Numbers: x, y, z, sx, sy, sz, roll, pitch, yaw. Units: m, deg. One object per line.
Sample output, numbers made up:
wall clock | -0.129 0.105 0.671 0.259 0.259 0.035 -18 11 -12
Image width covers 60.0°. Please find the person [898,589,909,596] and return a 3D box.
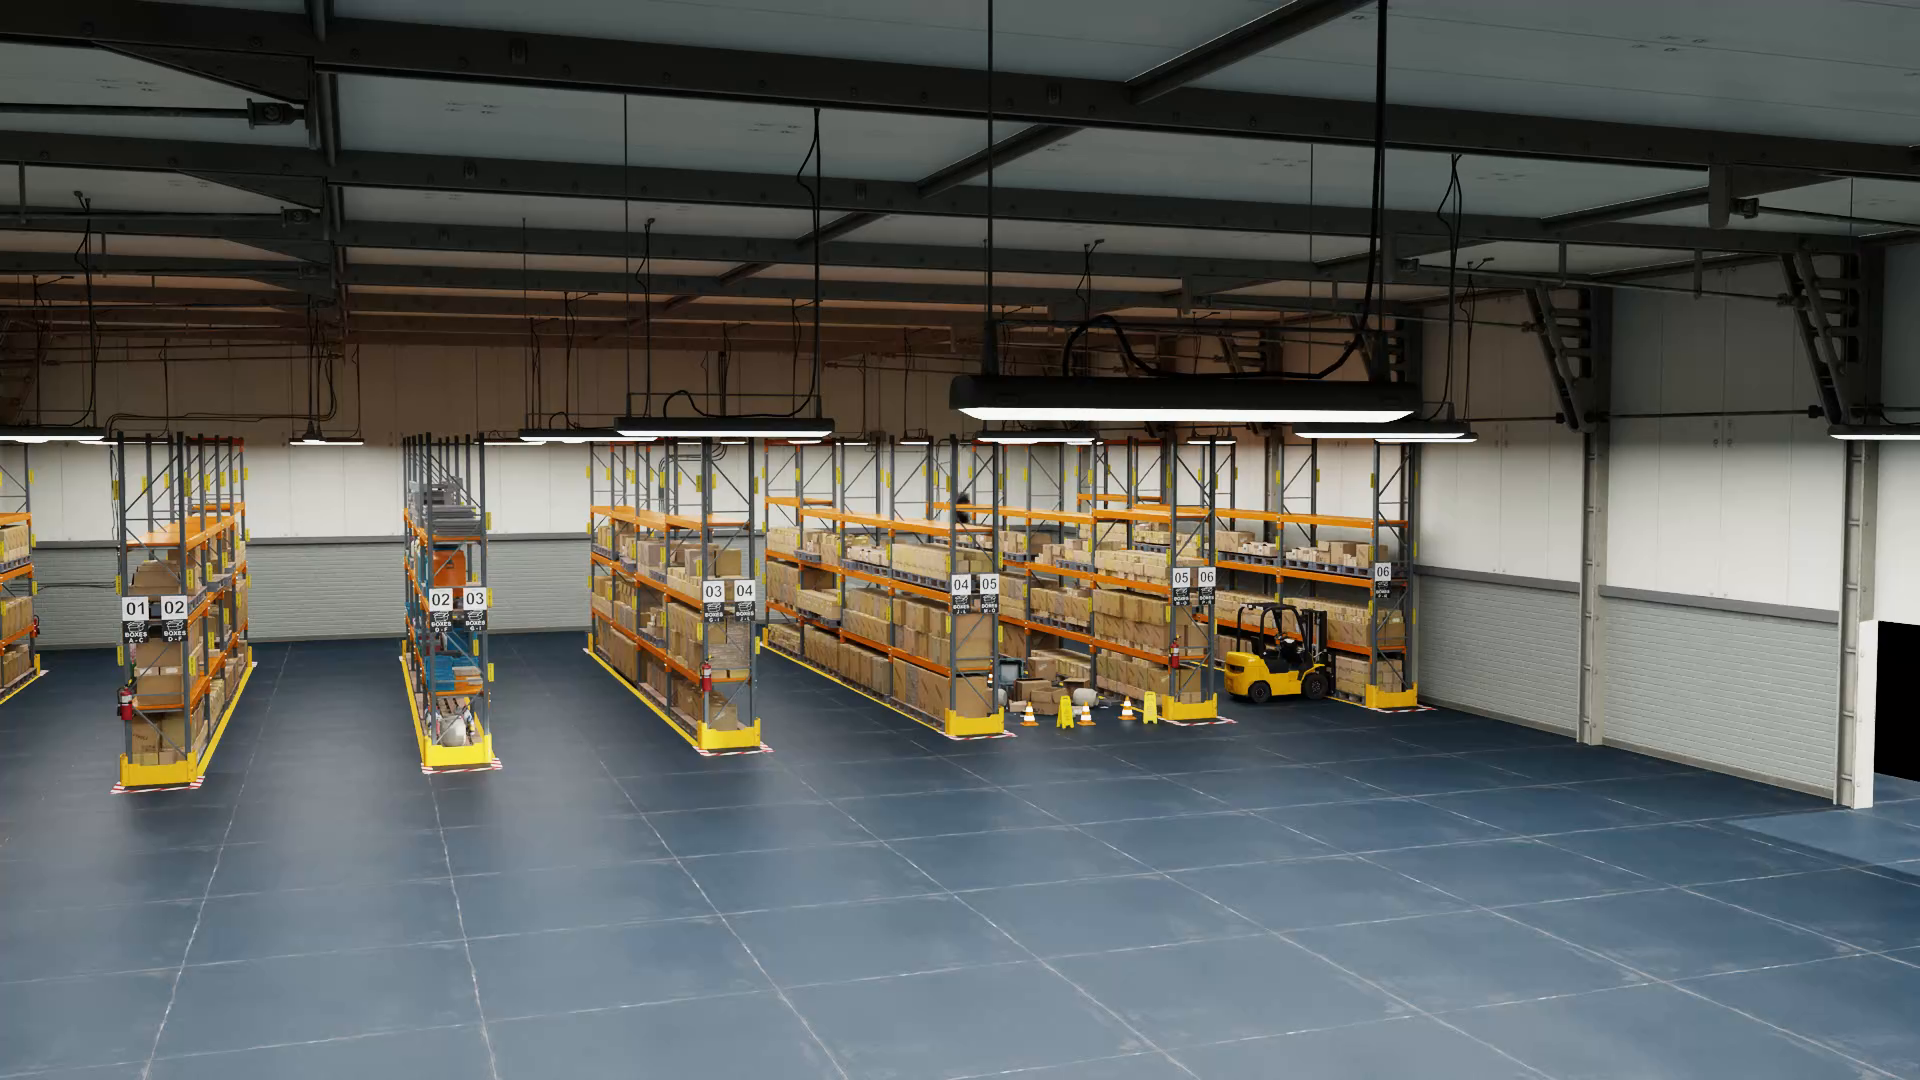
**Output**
person | -1.704 2.020 51.140 0.977 1.785 0.722 -1 3 -15

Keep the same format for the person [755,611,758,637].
person | -5.547 2.429 43.395 0.677 1.823 0.738 -1 3 -24

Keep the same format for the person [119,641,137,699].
person | -18.552 2.778 37.386 0.646 1.743 0.645 -2 4 -29
